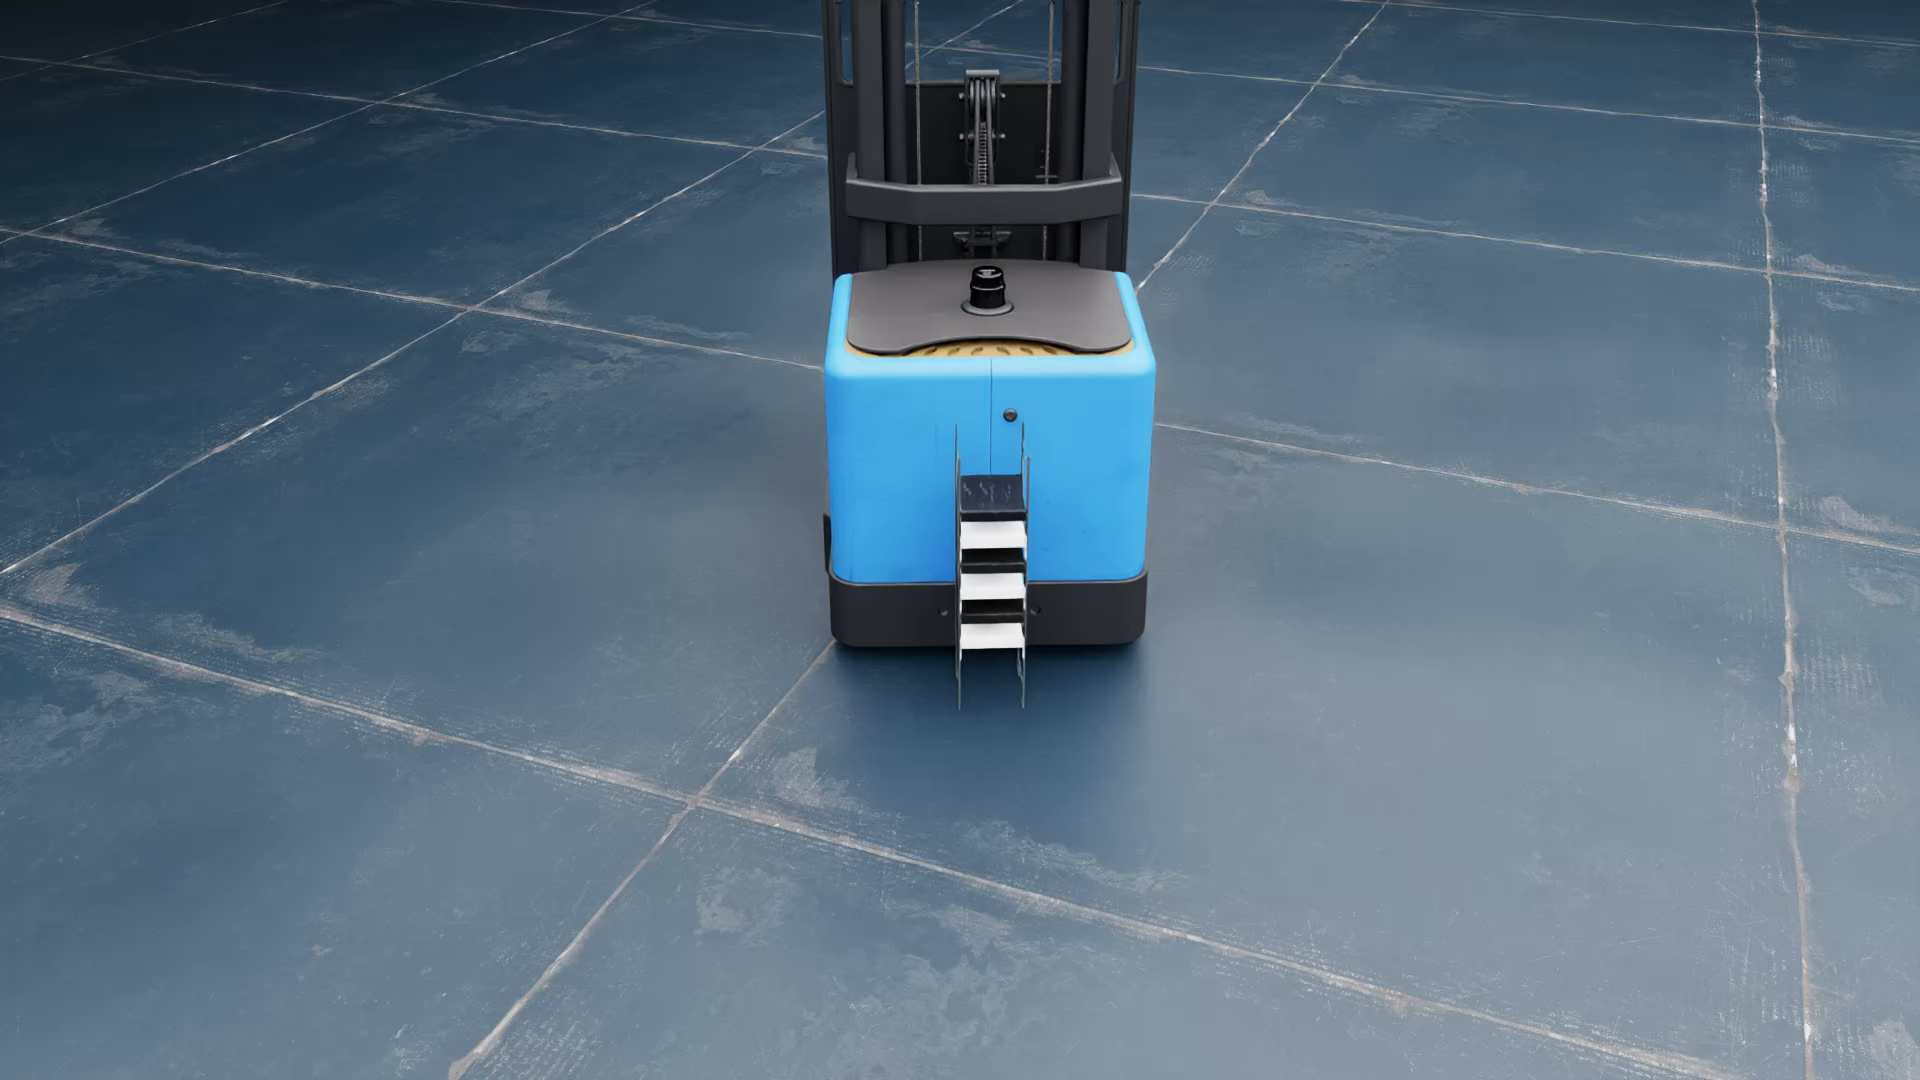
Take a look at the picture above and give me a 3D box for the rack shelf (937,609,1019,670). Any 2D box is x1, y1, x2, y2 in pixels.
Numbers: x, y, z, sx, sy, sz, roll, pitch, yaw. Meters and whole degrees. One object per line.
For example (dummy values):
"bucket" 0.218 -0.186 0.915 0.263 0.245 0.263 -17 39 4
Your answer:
"rack shelf" 0.051 0.295 5.245 0.200 0.077 0.258 -9 31 -14

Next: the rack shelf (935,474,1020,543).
"rack shelf" 0.047 -0.096 5.023 0.200 0.077 0.258 -9 31 -14

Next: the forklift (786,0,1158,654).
"forklift" 0.169 -1.606 6.112 1.130 2.935 3.031 4 30 7

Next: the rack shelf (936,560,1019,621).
"rack shelf" 0.049 0.139 5.156 0.200 0.077 0.258 -9 31 -14

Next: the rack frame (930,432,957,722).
"rack frame" -0.049 0.125 5.115 0.006 0.900 0.240 -9 31 -14

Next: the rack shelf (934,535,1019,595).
"rack shelf" 0.048 0.060 5.112 0.200 0.077 0.258 -9 31 -14

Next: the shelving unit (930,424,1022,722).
"shelving unit" 0.049 0.110 5.140 0.210 0.900 0.258 -9 31 -14

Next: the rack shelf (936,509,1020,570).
"rack shelf" 0.048 -0.018 5.067 0.200 0.077 0.258 -9 31 -14

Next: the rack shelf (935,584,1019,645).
"rack shelf" 0.050 0.217 5.201 0.200 0.077 0.258 -9 31 -14

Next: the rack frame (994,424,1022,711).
"rack frame" 0.146 0.095 5.164 0.006 0.900 0.240 -9 31 -14
